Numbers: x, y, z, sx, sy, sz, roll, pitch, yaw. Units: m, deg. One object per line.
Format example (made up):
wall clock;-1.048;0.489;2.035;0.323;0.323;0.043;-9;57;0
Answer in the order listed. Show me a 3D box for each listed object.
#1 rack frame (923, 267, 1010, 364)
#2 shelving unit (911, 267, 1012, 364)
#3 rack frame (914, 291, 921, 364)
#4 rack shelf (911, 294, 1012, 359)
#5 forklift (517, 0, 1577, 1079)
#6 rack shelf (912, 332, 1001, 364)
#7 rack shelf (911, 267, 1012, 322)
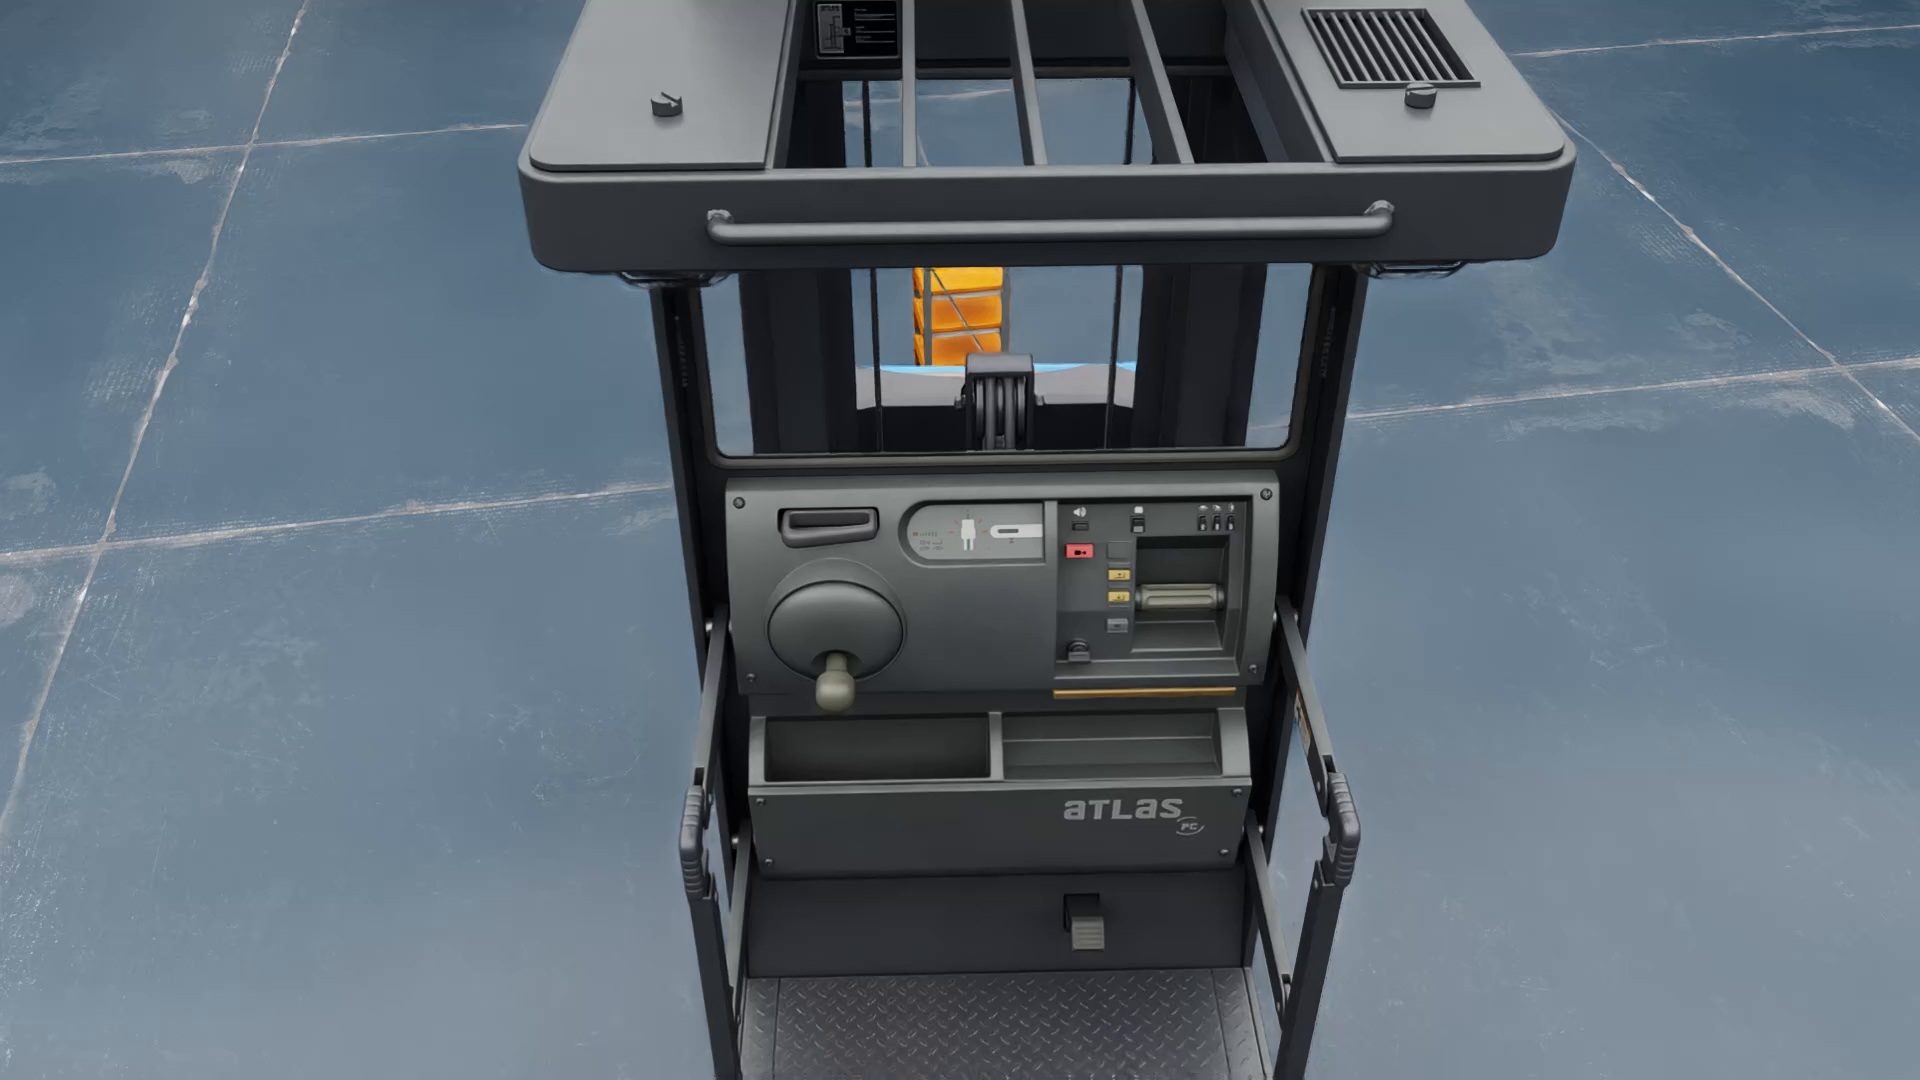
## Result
rack frame;0.019;-0.410;4.800;0.240;1.200;0.006;-6;38;-8
shelving unit;0.003;-0.465;4.871;0.258;1.200;0.189;-6;38;-8
rack frame;-0.013;-0.520;4.942;0.240;1.200;0.006;-6;38;-8
rack shelf;0.003;-0.620;4.751;0.258;0.103;0.180;-6;38;-8
forklift;0.081;0.159;2.656;1.130;2.935;3.031;-1;38;-1
rack shelf;0.003;-0.525;4.824;0.258;0.103;0.180;-6;38;-8
rack shelf;0.003;-0.714;4.677;0.258;0.103;0.180;-6;38;-8
